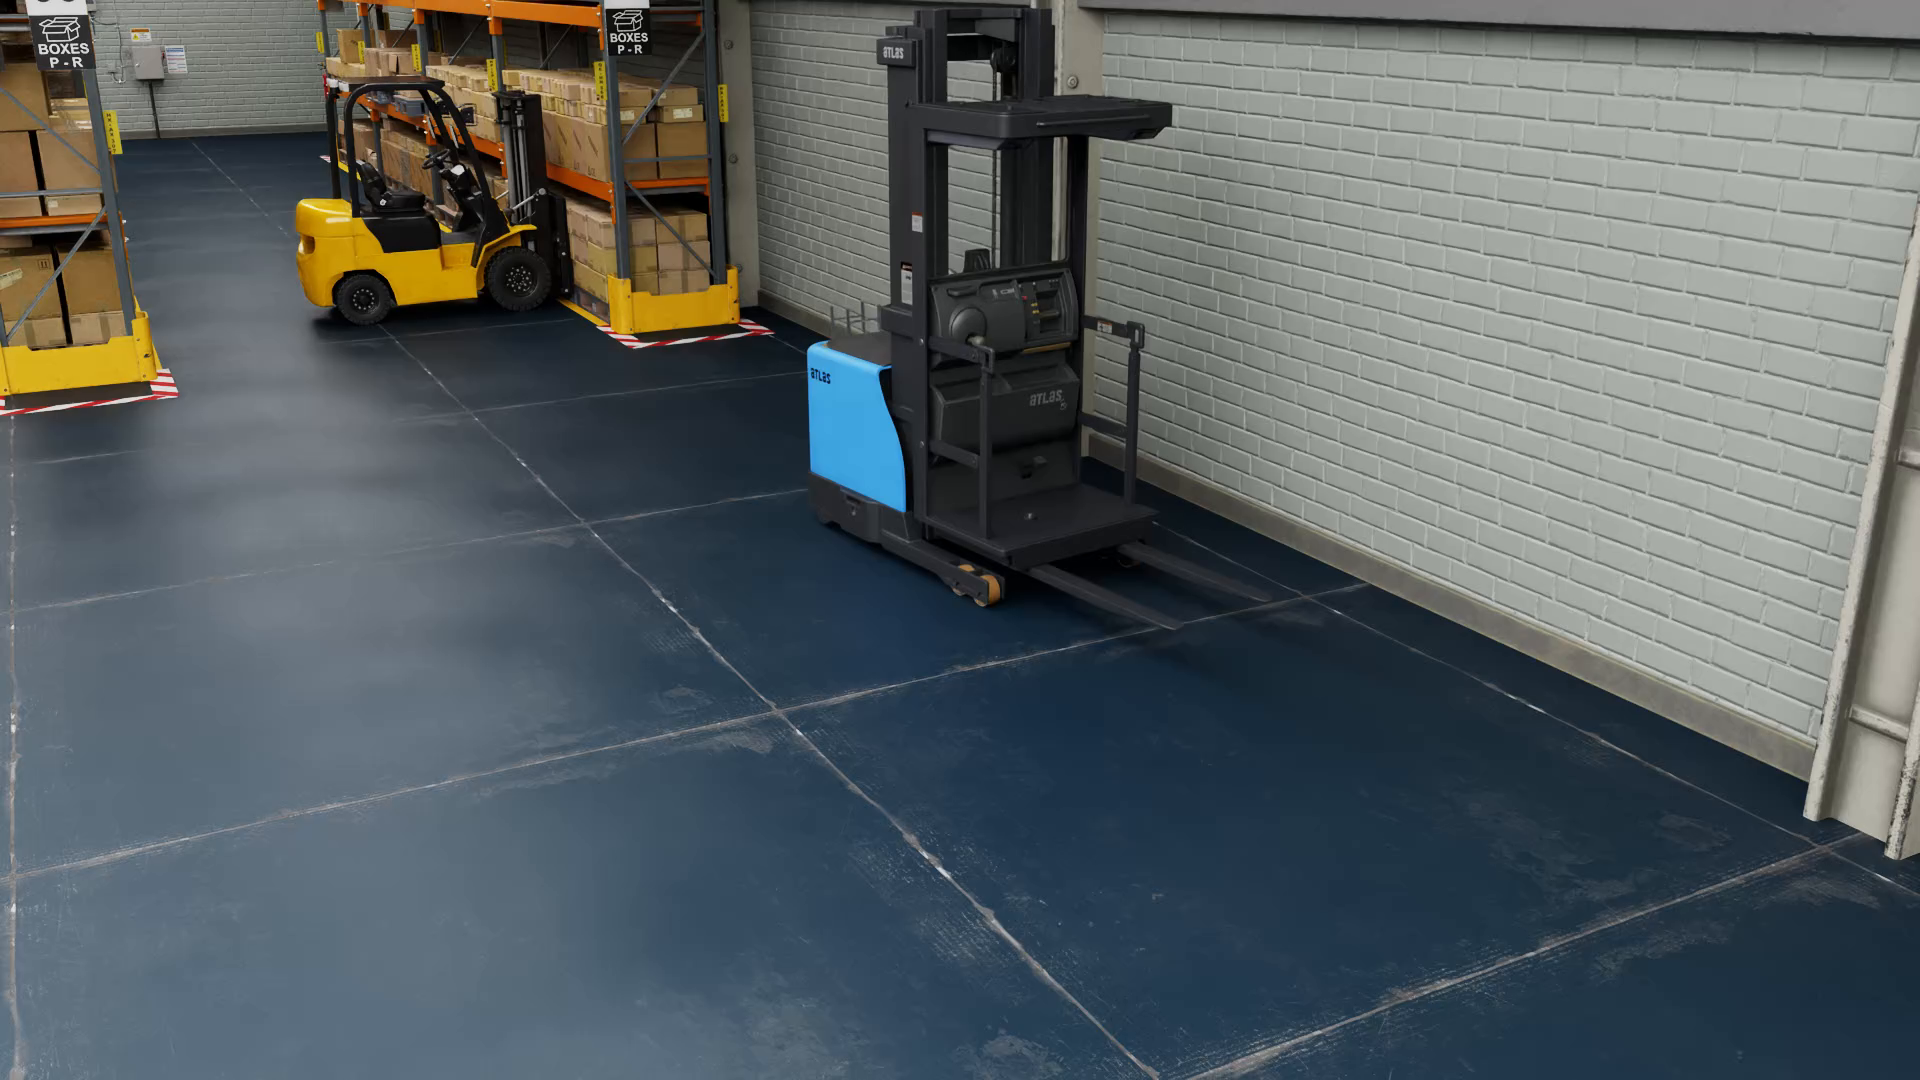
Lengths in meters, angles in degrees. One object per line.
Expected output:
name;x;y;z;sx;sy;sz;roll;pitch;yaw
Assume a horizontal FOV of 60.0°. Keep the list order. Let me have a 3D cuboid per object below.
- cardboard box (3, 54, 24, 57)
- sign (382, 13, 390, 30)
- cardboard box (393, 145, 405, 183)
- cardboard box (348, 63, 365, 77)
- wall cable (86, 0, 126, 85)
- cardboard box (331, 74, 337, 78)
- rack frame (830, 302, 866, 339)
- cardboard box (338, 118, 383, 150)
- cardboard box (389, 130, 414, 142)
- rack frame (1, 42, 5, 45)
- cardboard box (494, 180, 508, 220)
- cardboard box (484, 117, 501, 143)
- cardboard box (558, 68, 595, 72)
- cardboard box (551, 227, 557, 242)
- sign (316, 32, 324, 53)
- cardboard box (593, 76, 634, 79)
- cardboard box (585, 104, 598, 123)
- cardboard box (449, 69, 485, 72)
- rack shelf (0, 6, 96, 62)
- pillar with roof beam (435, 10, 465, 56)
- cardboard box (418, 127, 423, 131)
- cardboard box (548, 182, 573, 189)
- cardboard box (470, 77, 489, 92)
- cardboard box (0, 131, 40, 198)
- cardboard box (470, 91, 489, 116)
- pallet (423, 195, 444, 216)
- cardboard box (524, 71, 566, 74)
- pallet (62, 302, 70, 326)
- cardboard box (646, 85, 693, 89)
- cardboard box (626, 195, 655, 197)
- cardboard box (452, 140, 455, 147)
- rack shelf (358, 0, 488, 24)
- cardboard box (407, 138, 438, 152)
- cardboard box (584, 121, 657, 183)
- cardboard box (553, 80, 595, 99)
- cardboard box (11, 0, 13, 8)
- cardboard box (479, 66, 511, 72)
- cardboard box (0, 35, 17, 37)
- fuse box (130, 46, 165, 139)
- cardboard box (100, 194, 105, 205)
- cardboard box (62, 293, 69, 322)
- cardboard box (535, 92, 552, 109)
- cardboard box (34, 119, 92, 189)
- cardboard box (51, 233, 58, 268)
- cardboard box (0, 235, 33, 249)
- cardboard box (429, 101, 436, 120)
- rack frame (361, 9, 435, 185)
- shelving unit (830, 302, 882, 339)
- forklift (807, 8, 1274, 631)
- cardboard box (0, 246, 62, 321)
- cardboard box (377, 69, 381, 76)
cardboard box;-8.005;-3.693;13.592;0.700;0.500;0.500;-10;22;-27
sign;-9.737;-8.782;28.225;0.100;0.325;0.005;-10;21;-27
cardboard box;-7.809;-5.405;23.885;0.500;0.500;0.500;-11;22;-28
cardboard box;-9.268;-7.322;26.026;0.500;0.250;0.500;-10;21;-27
wall cable;-16.057;-9.554;31.163;0.588;1.984;0.122;-10;21;-27
cardboard box;-10.320;-7.750;27.877;0.380;0.149;0.250;-10;21;-27
rack frame;-0.664;-0.860;10.286;0.240;1.200;0.006;-13;19;-33
cardboard box;-10.028;-6.834;28.020;0.797;0.503;0.637;-11;22;-29
cardboard box;-8.199;-5.969;24.525;0.380;0.149;0.250;-11;22;-28
rack frame;-10.802;-4.939;19.346;1.000;3.000;0.127;-10;21;-27
cardboard box;-4.794;-3.785;18.998;0.875;0.625;0.625;-9;21;-24
cardboard box;-5.006;-4.594;18.576;0.500;0.250;0.500;-9;21;-25
cardboard box;-4.119;-5.010;17.949;0.380;0.149;0.250;-10;21;-27
cardboard box;-3.870;-3.074;16.745;0.500;0.250;0.500;-10;21;-27
sign;-10.712;-8.331;27.848;0.100;0.325;0.005;-10;21;-27
cardboard box;-3.446;-4.560;16.645;0.380;0.149;0.250;-9;21;-25
cardboard box;-3.196;-3.891;15.162;0.380;0.149;0.250;-10;21;-26
cardboard box;-5.990;-5.639;20.227;0.380;0.149;0.250;-10;21;-26
rack shelf;-7.953;-4.295;13.983;1.077;0.370;4.000;-10;21;-27
pillar with roof beam;-11.661;-9.366;22.978;9.100;9.000;0.400;-10;21;-27
cardboard box;-7.907;-6.120;24.962;0.380;0.149;0.250;-11;22;-29
cardboard box;-4.349;-3.596;17.493;0.500;0.250;0.500;-10;21;-27
cardboard box;-5.344;-5.183;18.905;0.380;0.149;0.250;-11;22;-28
cardboard box;-7.504;-2.944;12.954;0.500;0.500;0.500;-10;22;-28
cardboard box;-5.245;-4.974;18.911;0.500;0.250;0.500;-11;22;-28
pallet;-6.757;-4.611;22.670;1.003;0.211;1.213;-10;21;-27
cardboard box;-4.313;-4.785;17.296;0.380;0.149;0.250;-10;22;-28
pallet;-7.970;-1.935;14.914;1.003;0.211;1.213;-10;21;-27
cardboard box;-2.680;-4.122;15.376;0.380;0.149;0.250;-9;21;-25
cardboard box;-3.404;-3.387;16.888;0.500;0.250;0.500;-10;22;-28
cardboard box;-6.914;-5.530;23.252;0.380;0.149;0.250;-10;22;-28
rack shelf;-7.385;-7.361;22.869;1.077;0.370;4.000;-10;21;-27
cardboard box;-7.498;-5.520;23.224;0.380;0.149;0.250;-11;22;-29
cardboard box;-3.102;-3.560;15.197;0.500;0.500;0.500;-11;22;-28
cardboard box;-3.687;-4.328;15.972;0.380;0.149;0.250;-10;21;-26
cardboard box;-7.960;-4.661;14.328;0.380;0.149;0.250;-9;21;-25
cardboard box;-5.811;-5.859;20.865;0.380;0.149;0.250;-10;21;-27
cardboard box;-12.244;-6.150;21.170;0.500;0.500;0.500;-11;22;-28
fuse box;-15.381;-8.525;31.714;0.539;1.711;0.414;-10;21;-27
cardboard box;-7.170;-2.812;13.568;0.380;0.149;0.250;-11;22;-28
cardboard box;-7.649;-2.118;14.742;0.500;0.250;0.500;-8;21;-23
cardboard box;-4.034;-4.410;16.667;0.380;0.149;0.250;-11;22;-28
cardboard box;-7.233;-3.158;13.574;0.500;0.500;0.500;-9;21;-25
cardboard box;-9.154;-2.897;16.814;0.950;0.372;0.625;-10;21;-26
cardboard box;-7.847;-2.487;13.667;0.380;0.149;0.250;-9;21;-25
cardboard box;-6.440;-5.473;21.123;0.500;0.250;0.500;-10;21;-26
rack frame;-8.335;-6.857;24.905;1.000;3.000;0.127;-10;21;-27
shelving unit;-0.611;-0.841;10.213;0.258;1.200;0.189;-13;19;-33
forklift;0.372;-1.220;8.674;1.130;2.935;3.031;-13;23;-34
cardboard box;-7.613;-2.085;13.498;0.500;0.500;0.500;-10;21;-26
cardboard box;-8.013;-6.534;23.531;0.396;0.266;0.258;-9;21;-24
